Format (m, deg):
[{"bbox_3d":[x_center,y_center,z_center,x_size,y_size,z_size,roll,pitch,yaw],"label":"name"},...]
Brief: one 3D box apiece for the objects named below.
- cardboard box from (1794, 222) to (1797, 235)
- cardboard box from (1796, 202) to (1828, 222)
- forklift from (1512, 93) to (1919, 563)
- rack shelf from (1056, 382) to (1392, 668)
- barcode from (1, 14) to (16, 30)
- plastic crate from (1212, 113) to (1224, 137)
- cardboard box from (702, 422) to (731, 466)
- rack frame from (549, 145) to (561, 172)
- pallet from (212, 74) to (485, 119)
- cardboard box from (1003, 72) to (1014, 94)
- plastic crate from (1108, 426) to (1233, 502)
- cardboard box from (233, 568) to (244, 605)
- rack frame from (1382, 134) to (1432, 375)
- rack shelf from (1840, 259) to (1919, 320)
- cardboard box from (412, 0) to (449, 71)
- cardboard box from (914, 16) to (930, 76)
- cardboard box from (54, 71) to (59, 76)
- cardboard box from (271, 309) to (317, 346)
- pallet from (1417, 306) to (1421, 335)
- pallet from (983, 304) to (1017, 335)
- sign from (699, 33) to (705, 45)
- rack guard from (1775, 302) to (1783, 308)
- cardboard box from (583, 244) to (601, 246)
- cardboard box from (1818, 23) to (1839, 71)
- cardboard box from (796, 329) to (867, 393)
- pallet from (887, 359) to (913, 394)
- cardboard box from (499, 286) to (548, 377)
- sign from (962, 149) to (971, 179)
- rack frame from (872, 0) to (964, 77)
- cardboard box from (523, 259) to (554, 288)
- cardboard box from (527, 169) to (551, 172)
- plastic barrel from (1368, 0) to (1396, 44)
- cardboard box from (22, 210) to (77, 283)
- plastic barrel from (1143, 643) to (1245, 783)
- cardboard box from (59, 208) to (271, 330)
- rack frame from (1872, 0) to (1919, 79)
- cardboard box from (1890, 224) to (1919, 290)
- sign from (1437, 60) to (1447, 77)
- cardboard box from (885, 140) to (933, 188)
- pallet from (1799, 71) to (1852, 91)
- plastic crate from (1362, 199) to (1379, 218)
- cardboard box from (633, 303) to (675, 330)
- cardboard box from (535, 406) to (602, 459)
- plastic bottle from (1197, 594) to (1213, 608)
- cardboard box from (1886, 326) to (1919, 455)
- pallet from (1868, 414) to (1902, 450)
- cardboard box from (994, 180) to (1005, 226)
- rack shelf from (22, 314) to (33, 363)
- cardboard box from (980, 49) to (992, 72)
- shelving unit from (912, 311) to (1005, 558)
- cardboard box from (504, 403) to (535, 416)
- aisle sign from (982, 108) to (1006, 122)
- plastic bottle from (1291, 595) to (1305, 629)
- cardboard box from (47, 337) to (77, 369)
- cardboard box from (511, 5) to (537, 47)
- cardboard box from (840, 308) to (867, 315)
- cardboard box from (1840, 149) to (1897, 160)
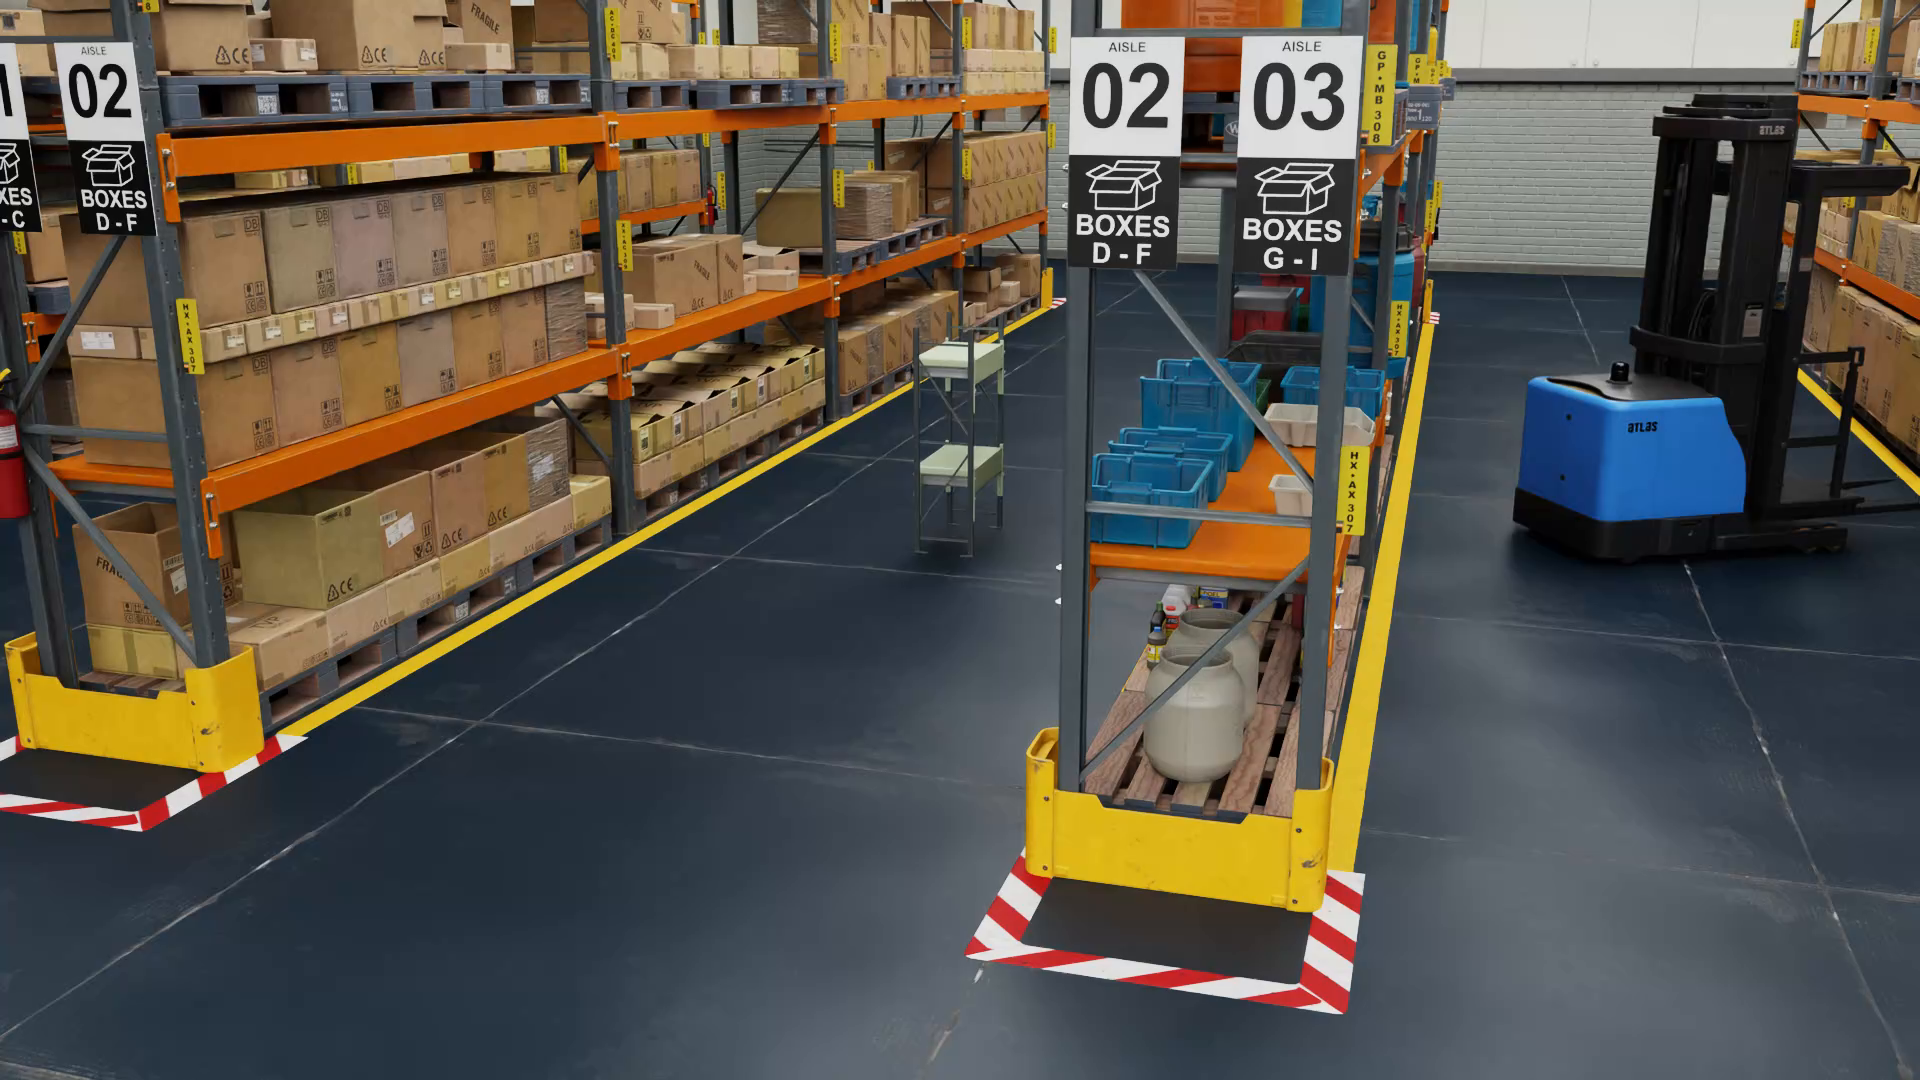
[{"bbox_3d":[9.467,-3.432,18.394,0.380,0.149,0.250,4,16,15],"label":"cardboard box"},{"bbox_3d":[9.492,-3.588,18.212,0.500,0.250,0.500,4,16,14],"label":"cardboard box"},{"bbox_3d":[5.409,-1.460,11.106,3.031,2.935,1.130,-4,16,-14],"label":"forklift"},{"bbox_3d":[1.447,-0.265,8.084,1.077,0.370,4.000,5,16,16],"label":"rack shelf"},{"bbox_3d":[-4.246,-2.311,7.420,0.001,0.075,0.075,5,16,16],"label":"barcode"},{"bbox_3d":[1.132,-2.045,7.575,0.392,0.384,0.575,5,16,16],"label":"plastic crate"},{"bbox_3d":[-2.089,-0.754,12.760,0.500,0.250,0.500,4,16,14],"label":"cardboard box"},{"bbox_3d":[-5.210,-3.995,19.918,1.000,3.000,0.127,5,16,16],"label":"rack frame"},{"bbox_3d":[-3.299,-2.376,8.875,1.003,0.211,1.213,5,16,16],"label":"pallet"},{"bbox_3d":[0.345,-5.483,19.942,0.500,0.250,0.500,5,16,16],"label":"cardboard box"},{"bbox_3d":[0.924,-0.340,7.302,0.499,0.251,0.408,5,16,16],"label":"plastic crate"},{"bbox_3d":[-3.870,0.353,8.856,0.500,0.250,0.500,5,16,16],"label":"cardboard box"},{"bbox_3d":[4.289,-3.227,17.209,1.000,3.000,0.127,5,16,16],"label":"rack frame"},{"bbox_3d":[8.469,-1.974,14.109,1.077,0.370,4.000,5,16,16],"label":"rack shelf"},{"bbox_3d":[-3.322,-2.860,9.204,0.797,0.503,0.637,7,17,22],"label":"cardboard box"},{"bbox_3d":[-0.673,-5.227,17.629,0.600,0.600,0.600,3,16,11],"label":"cardboard box"},{"bbox_3d":[-7.076,-3.802,13.135,0.500,0.311,0.500,5,17,18],"label":"cardboard box"},{"bbox_3d":[-3.407,-1.053,8.173,0.380,0.149,0.250,5,16,16],"label":"cardboard box"},{"bbox_3d":[5.154,-2.719,20.529,1.003,0.211,1.213,5,16,16],"label":"pallet"},{"bbox_3d":[0.082,-2.770,20.710,1.003,0.211,1.213,5,16,16],"label":"pallet"},{"bbox_3d":[-3.557,-6.827,22.927,0.100,0.325,0.005,5,16,16],"label":"sign"},{"bbox_3d":[10.181,-2.693,19.908,1.175,0.500,0.348,5,16,16],"label":"rack guard"},{"bbox_3d":[-4.763,-3.813,21.897,0.380,0.149,0.250,4,16,15],"label":"cardboard box"},{"bbox_3d":[9.803,-5.353,18.071,0.700,0.500,0.500,4,16,14],"label":"cardboard box"},{"bbox_3d":[-1.192,-1.672,15.500,0.500,0.500,0.500,5,17,18],"label":"cardboard box"},{"bbox_3d":[-0.999,-1.735,17.058,1.003,0.211,1.213,5,16,16],"label":"pallet"},{"bbox_3d":[-2.996,-1.312,10.275,0.700,0.500,0.500,4,16,15],"label":"cardboard box"},{"bbox_3d":[0.074,-4.127,18.261,0.100,0.325,0.005,5,16,16],"label":"sign"},{"bbox_3d":[-0.459,-6.498,17.749,1.000,3.000,0.127,5,16,16],"label":"rack frame"},{"bbox_3d":[-2.749,-1.658,10.307,0.380,0.149,0.250,4,16,14],"label":"cardboard box"},{"bbox_3d":[-5.099,-4.056,19.366,0.500,0.500,0.500,4,16,15],"label":"cardboard box"},{"bbox_3d":[3.316,-4.181,13.518,0.600,0.830,0.708,5,16,16],"label":"plastic barrel"},{"bbox_3d":[-7.306,-2.293,12.925,0.700,0.500,0.500,5,16,16],"label":"cardboard box"},{"bbox_3d":[0.993,0.729,7.051,0.421,0.512,0.421,0,16,0],"label":"plastic barrel"},{"bbox_3d":[-3.709,-1.280,7.784,0.700,0.500,0.500,5,16,16],"label":"cardboard box"},{"bbox_3d":[9.038,-5.729,15.037,1.000,3.000,0.127,5,16,16],"label":"rack frame"},{"bbox_3d":[8.241,-2.392,14.082,0.500,0.500,0.500,5,17,17],"label":"cardboard box"},{"bbox_3d":[4.816,-4.631,16.647,0.100,0.325,0.005,5,16,16],"label":"sign"},{"bbox_3d":[-0.564,-4.294,18.954,0.500,0.500,0.500,5,17,16],"label":"cardboard box"},{"bbox_3d":[9.974,-5.095,18.461,1.003,0.211,1.213,5,16,16],"label":"pallet"},{"bbox_3d":[4.853,-4.011,20.169,0.416,0.233,0.300,5,16,16],"label":"plastic crate"},{"bbox_3d":[-2.285,-1.614,11.984,0.380,0.149,0.250,5,16,16],"label":"cardboard box"},{"bbox_3d":[-2.892,-0.796,11.881,0.500,0.311,0.500,5,16,16],"label":"cardboard box"},{"bbox_3d":[1.289,0.387,8.791,0.097,0.201,0.097,0,16,0],"label":"plastic bottle"},{"bbox_3d":[8.117,-1.155,13.029,1.225,0.875,0.875,4,16,13],"label":"cardboard box"},{"bbox_3d":[8.546,-0.973,14.375,1.003,0.211,1.213,5,16,16],"label":"pallet"},{"bbox_3d":[0.234,-4.037,19.883,0.500,0.500,0.500,5,16,16],"label":"cardboard box"},{"bbox_3d":[-8.051,-1.033,10.792,1.077,0.370,4.000,5,16,16],"label":"rack shelf"},{"bbox_3d":[0.058,-5.462,18.952,0.500,0.250,0.500,5,16,16],"label":"cardboard box"},{"bbox_3d":[-0.002,-0.720,11.119,0.431,1.500,0.755,5,16,16],"label":"shelving unit"},{"bbox_3d":[-3.165,-0.662,11.062,0.500,0.500,0.500,5,16,16],"label":"cardboard box"},{"bbox_3d":[0.415,-5.950,22.045,0.394,0.787,0.004,5,16,16],"label":"aisle sign"},{"bbox_3d":[1.810,0.321,8.873,0.061,0.283,0.133,5,16,16],"label":"plastic bottle"},{"bbox_3d":[-7.168,-1.581,13.808,0.500,0.250,0.500,4,16,15],"label":"cardboard box"},{"bbox_3d":[-5.235,-6.178,20.064,0.500,0.500,0.500,4,16,15],"label":"cardboard box"},{"bbox_3d":[-1.265,-2.111,17.049,0.500,0.500,0.500,4,16,14],"label":"cardboard box"},{"bbox_3d":[10.288,-4.173,18.901,0.500,0.500,0.500,5,17,17],"label":"cardboard box"}]
